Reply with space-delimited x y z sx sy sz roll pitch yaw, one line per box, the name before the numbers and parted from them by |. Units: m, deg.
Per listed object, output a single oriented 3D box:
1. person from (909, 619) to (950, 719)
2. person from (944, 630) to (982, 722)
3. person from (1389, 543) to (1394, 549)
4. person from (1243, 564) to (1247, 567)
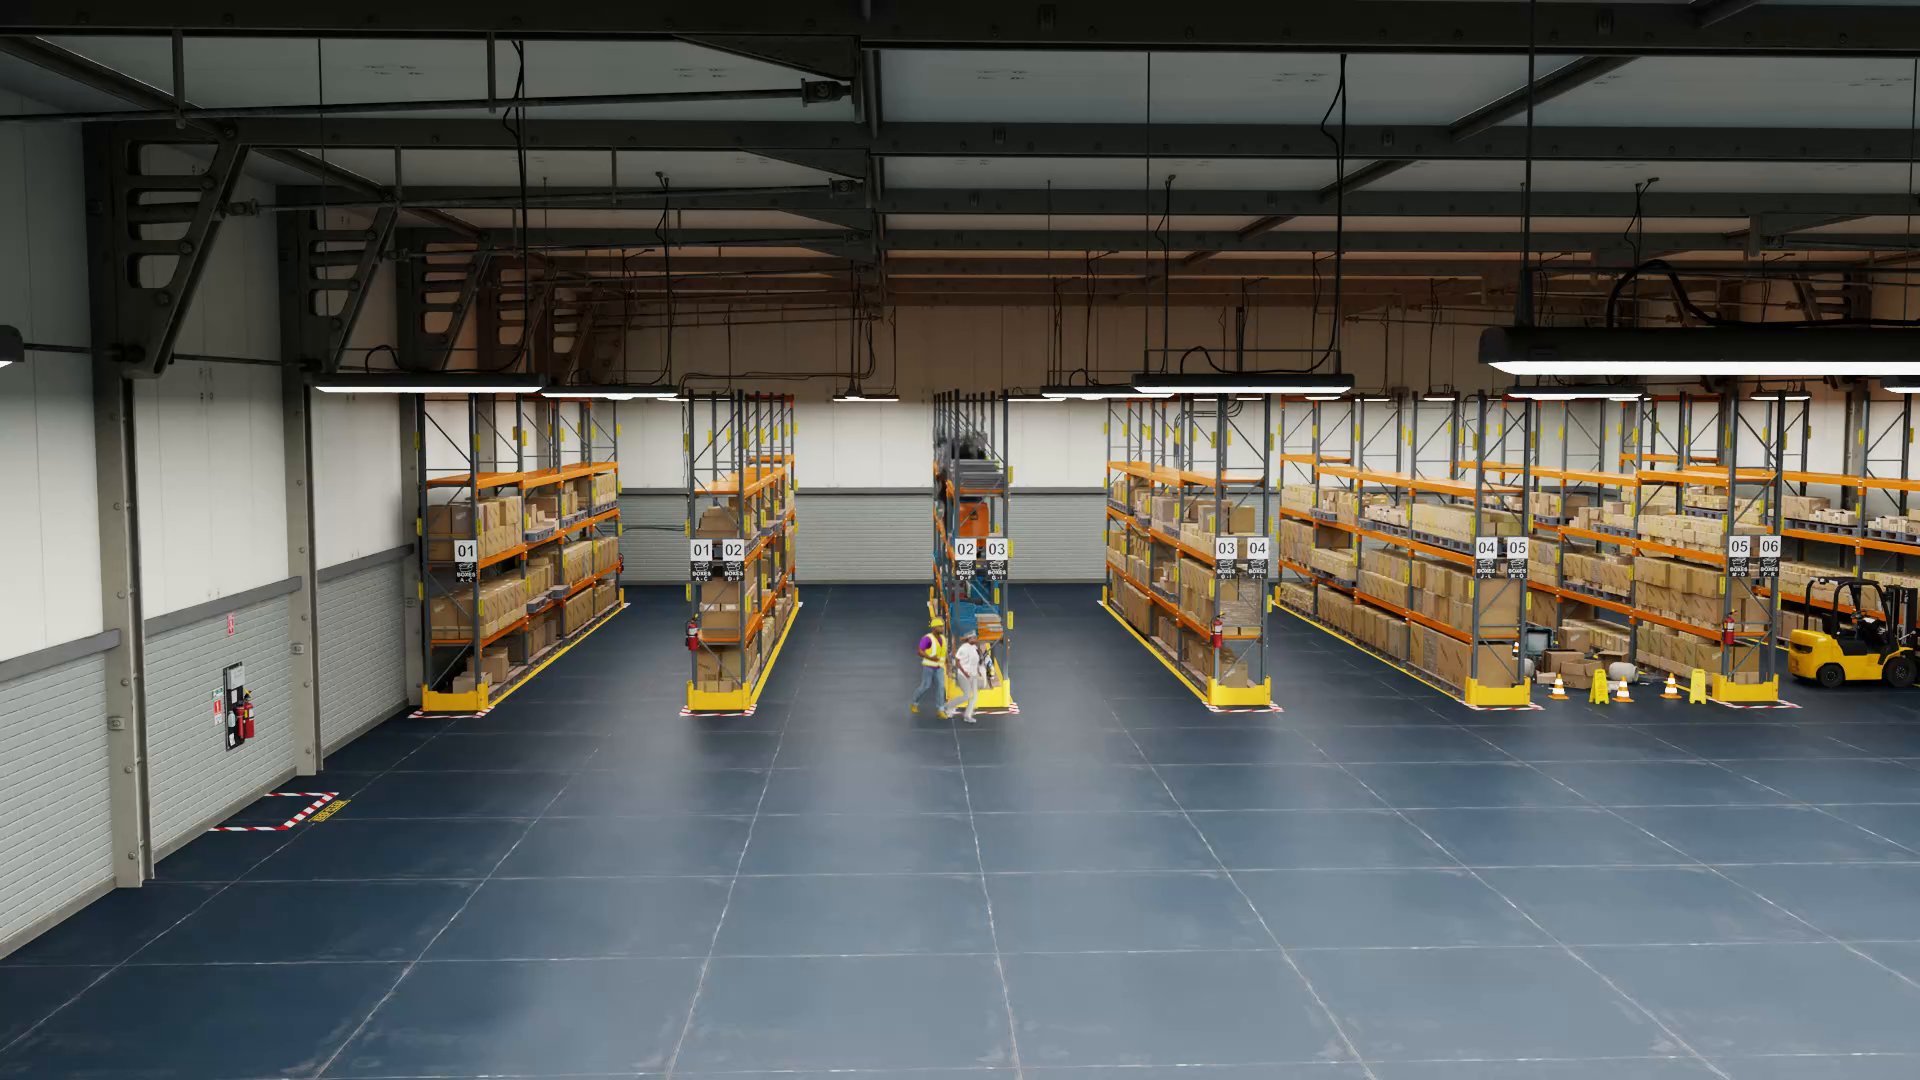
person | -0.442 2.336 30.498 0.765 1.760 0.905 -4 6 -40
person | 0.126 2.443 30.154 0.656 1.637 0.652 3 6 34
person | 12.873 0.869 49.297 0.898 1.623 0.613 0 5 -3
person | 7.999 1.168 45.203 0.707 1.839 0.738 0 5 -1
